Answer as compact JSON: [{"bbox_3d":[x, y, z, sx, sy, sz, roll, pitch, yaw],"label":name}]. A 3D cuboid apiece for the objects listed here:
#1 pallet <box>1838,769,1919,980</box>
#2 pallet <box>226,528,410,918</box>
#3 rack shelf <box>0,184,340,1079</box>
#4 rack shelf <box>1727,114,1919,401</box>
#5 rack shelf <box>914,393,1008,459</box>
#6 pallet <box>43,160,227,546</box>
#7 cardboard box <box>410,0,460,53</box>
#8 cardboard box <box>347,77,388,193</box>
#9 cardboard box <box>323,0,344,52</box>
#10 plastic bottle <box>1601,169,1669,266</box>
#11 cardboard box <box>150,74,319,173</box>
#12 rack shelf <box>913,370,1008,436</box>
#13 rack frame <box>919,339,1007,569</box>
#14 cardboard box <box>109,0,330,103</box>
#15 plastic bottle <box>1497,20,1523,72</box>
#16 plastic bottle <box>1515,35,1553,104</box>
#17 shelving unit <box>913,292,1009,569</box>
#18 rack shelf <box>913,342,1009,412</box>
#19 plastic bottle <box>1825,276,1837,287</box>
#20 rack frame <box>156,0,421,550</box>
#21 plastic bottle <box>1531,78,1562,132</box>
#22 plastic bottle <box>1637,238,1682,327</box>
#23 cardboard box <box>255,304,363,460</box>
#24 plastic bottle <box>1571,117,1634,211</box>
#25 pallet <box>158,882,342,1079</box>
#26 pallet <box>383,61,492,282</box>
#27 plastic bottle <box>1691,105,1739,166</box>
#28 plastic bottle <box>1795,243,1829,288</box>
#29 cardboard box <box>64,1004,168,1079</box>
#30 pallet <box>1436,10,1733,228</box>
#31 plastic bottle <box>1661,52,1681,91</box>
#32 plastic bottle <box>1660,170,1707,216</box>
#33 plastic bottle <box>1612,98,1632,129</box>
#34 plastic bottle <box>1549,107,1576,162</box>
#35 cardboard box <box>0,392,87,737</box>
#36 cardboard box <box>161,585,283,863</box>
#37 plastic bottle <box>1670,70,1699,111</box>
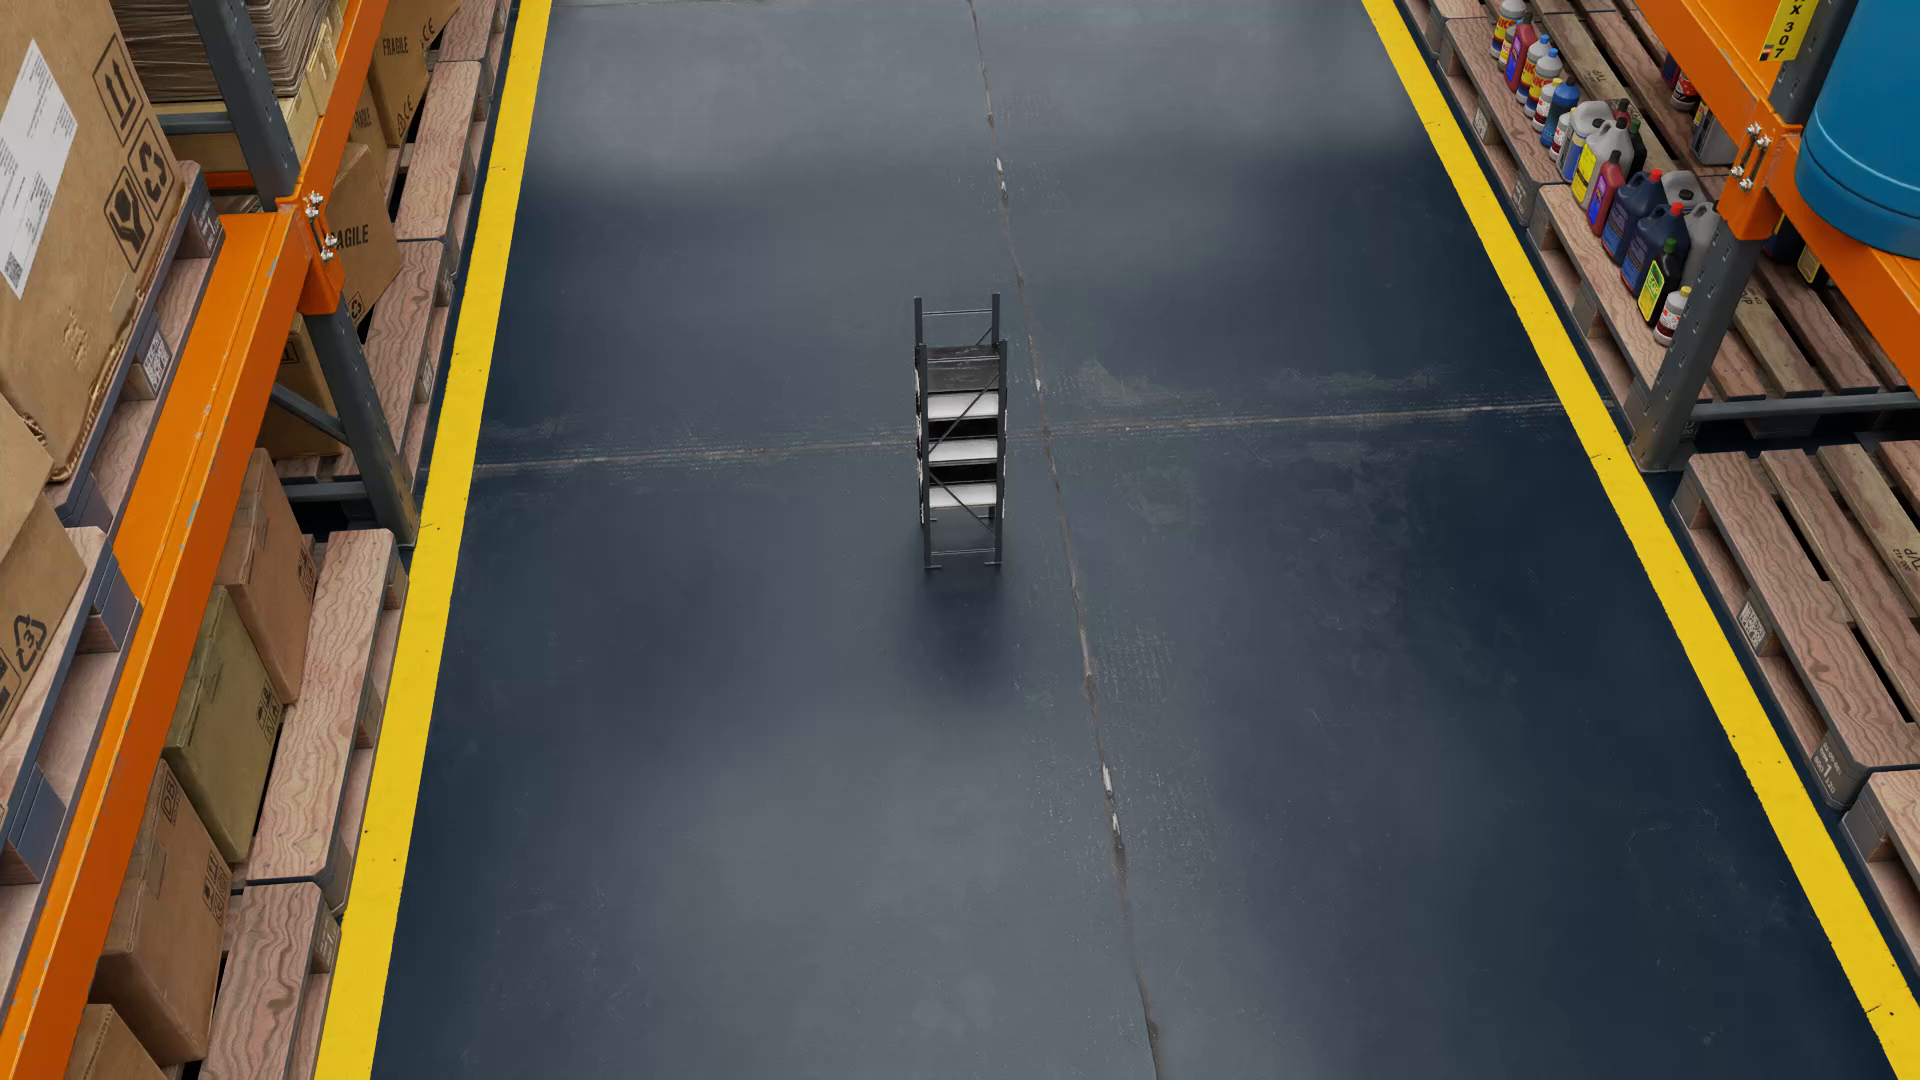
[{"bbox_3d":[2.932,1.090,4.072,1.003,0.211,1.213,-3,47,-3],"label":"pallet"},{"bbox_3d":[-2.147,0.504,4.627,1.003,0.211,1.213,-3,47,-3],"label":"pallet"},{"bbox_3d":[-2.046,0.676,3.039,1.077,0.370,4.000,-3,47,-3],"label":"rack shelf"},{"bbox_3d":[2.889,0.375,3.324,1.077,0.370,4.000,-3,47,-3],"label":"rack shelf"},{"bbox_3d":[0.001,-0.343,4.877,0.258,0.077,0.200,-3,47,-3],"label":"rack shelf"},{"bbox_3d":[-2.295,-0.390,3.686,1.003,0.211,1.213,-3,47,-3],"label":"pallet"},{"bbox_3d":[-2.429,-2.314,6.808,0.500,0.500,0.500,8,47,7],"label":"cardboard box"},{"bbox_3d":[-2.393,-1.453,5.993,0.500,0.500,0.500,-7,47,-7],"label":"cardboard box"},{"bbox_3d":[-1.988,-1.466,4.746,0.380,0.149,0.250,-3,47,-3],"label":"cardboard box"},{"bbox_3d":[2.365,-1.147,5.792,0.144,0.351,0.185,-6,47,-5],"label":"plastic bottle"},{"bbox_3d":[-1.932,-1.105,4.404,0.380,0.149,0.250,-3,47,-3],"label":"cardboard box"},{"bbox_3d":[0.001,-0.404,4.811,0.258,0.077,0.200,-3,47,-3],"label":"rack shelf"},{"bbox_3d":[0.009,-0.230,4.848,0.240,0.900,0.006,-3,47,-3],"label":"rack frame"},{"bbox_3d":[-2.190,-1.484,4.316,0.875,0.500,0.500,-3,47,-3],"label":"cardboard box"},{"bbox_3d":[2.237,-1.996,6.699,0.097,0.201,0.097,0,47,0],"label":"plastic bottle"},{"bbox_3d":[2.257,-1.847,6.510,0.097,0.271,0.097,0,47,0],"label":"plastic bottle"},{"bbox_3d":[0.001,-0.304,4.918,0.258,0.900,0.210,-3,47,-3],"label":"shelving unit"},{"bbox_3d":[0.001,-0.466,4.746,0.258,0.077,0.200,-3,47,-3],"label":"rack shelf"},{"bbox_3d":[3.078,-1.023,5.726,0.152,0.276,0.135,-2,47,-2],"label":"plastic bottle"},{"bbox_3d":[-2.214,-1.018,4.148,1.000,3.000,0.127,-3,47,-3],"label":"rack frame"},{"bbox_3d":[2.274,-1.679,6.399,0.097,0.201,0.097,0,47,0],"label":"plastic bottle"},{"bbox_3d":[2.353,-0.864,5.570,0.061,0.283,0.133,-1,47,-1],"label":"plastic bottle"},{"bbox_3d":[-2.207,-0.595,5.180,0.500,0.500,0.500,-5,47,-5],"label":"cardboard box"},{"bbox_3d":[2.338,-1.380,6.013,0.144,0.351,0.185,-4,47,-4],"label":"plastic bottle"},{"bbox_3d":[-2.042,1.389,3.789,1.003,0.211,1.213,-3,47,-3],"label":"pallet"},{"bbox_3d":[-2.410,-1.428,6.457,1.003,0.211,1.213,-3,47,-3],"label":"pallet"},{"bbox_3d":[2.871,-1.560,6.234,0.152,0.276,0.135,-3,47,-3],"label":"plastic bottle"},{"bbox_3d":[2.972,-1.019,5.717,0.061,0.283,0.133,-3,47,-3],"label":"plastic bottle"},{"bbox_3d":[-2.068,1.290,3.380,0.700,0.500,0.500,0,47,0],"label":"cardboard box"},{"bbox_3d":[2.602,-1.733,6.746,1.003,0.211,1.213,-3,47,-3],"label":"pallet"},{"bbox_3d":[2.865,-1.937,6.587,0.061,0.283,0.133,-3,47,-3],"label":"plastic bottle"},{"bbox_3d":[2.510,-1.148,5.844,0.152,0.276,0.135,-3,47,-3],"label":"plastic bottle"},{"bbox_3d":[2.434,-1.482,6.155,0.061,0.283,0.133,-3,47,-3],"label":"plastic bottle"},{"bbox_3d":[2.291,-1.531,6.258,0.097,0.201,0.097,0,47,0],"label":"plastic bottle"},{"bbox_3d":[-1.977,0.051,2.776,0.797,0.503,0.637,1,47,1],"label":"cardboard box"},{"bbox_3d":[-2.163,0.482,4.146,0.700,0.500,0.500,-4,47,-4],"label":"cardboard box"},{"bbox_3d":[2.860,-1.795,6.508,0.097,0.201,0.097,0,47,0],"label":"plastic bottle"}]
